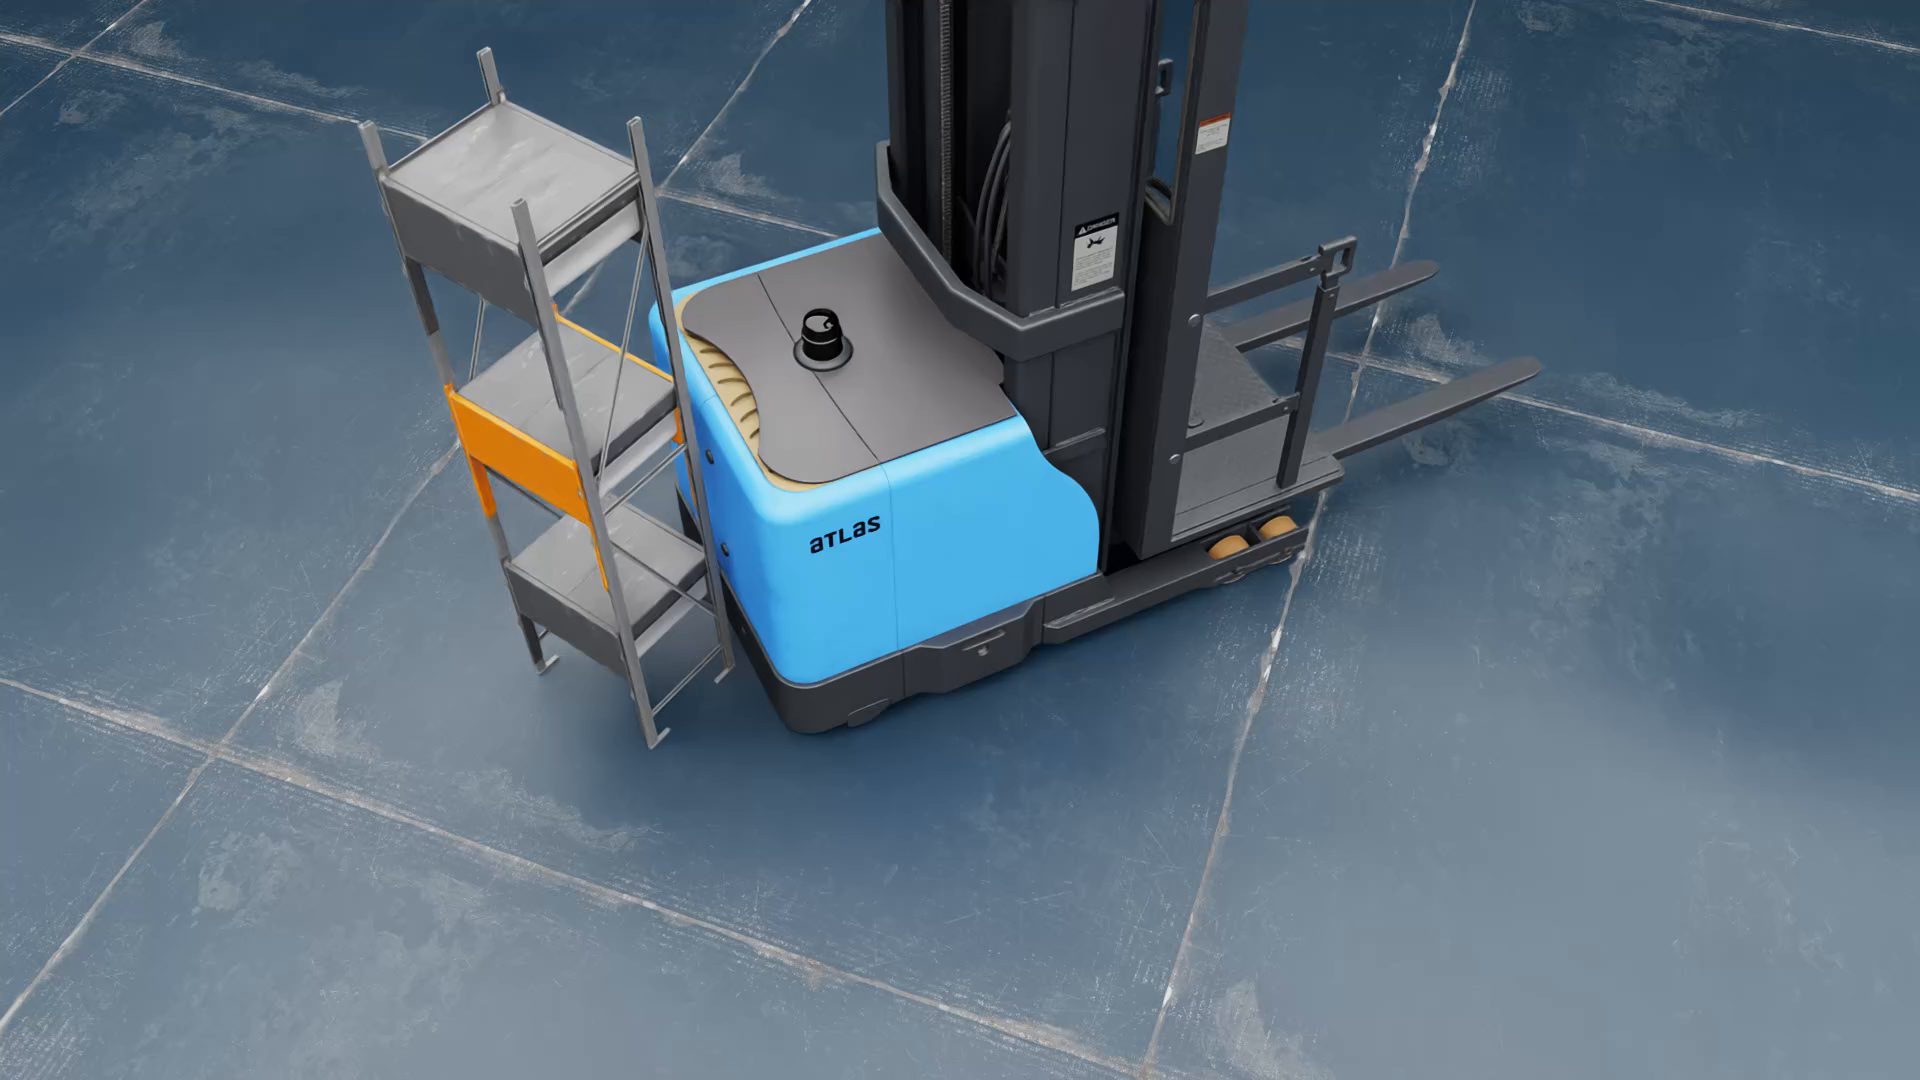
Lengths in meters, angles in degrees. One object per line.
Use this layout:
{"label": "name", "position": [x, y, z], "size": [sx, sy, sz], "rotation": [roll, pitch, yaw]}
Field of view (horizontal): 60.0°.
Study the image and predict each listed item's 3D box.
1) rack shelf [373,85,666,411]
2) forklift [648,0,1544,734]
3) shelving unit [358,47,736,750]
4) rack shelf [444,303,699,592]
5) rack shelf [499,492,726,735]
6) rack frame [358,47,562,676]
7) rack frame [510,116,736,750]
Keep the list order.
{"label": "rack shelf", "position": [-1.050, -0.715, 4.072], "size": [0.480, 0.518, 0.431], "rotation": [28, 55, 22]}
{"label": "forklift", "position": [0.607, -1.153, 4.810], "size": [3.031, 2.935, 1.130], "rotation": [-21, 52, -17]}
{"label": "shelving unit", "position": [-1.049, -0.266, 4.590], "size": [0.503, 2.100, 0.431], "rotation": [28, 55, 22]}
{"label": "rack shelf", "position": [-1.049, -0.257, 4.601], "size": [0.480, 0.518, 0.431], "rotation": [28, 55, 22]}
{"label": "rack shelf", "position": [-1.048, 0.201, 5.130], "size": [0.480, 0.518, 0.431], "rotation": [28, 55, 22]}
{"label": "rack frame", "position": [-1.247, -0.373, 4.684], "size": [0.015, 2.100, 0.400], "rotation": [28, 55, 22]}
{"label": "rack frame", "position": [-0.851, -0.158, 4.497], "size": [0.015, 2.100, 0.400], "rotation": [28, 55, 22]}
